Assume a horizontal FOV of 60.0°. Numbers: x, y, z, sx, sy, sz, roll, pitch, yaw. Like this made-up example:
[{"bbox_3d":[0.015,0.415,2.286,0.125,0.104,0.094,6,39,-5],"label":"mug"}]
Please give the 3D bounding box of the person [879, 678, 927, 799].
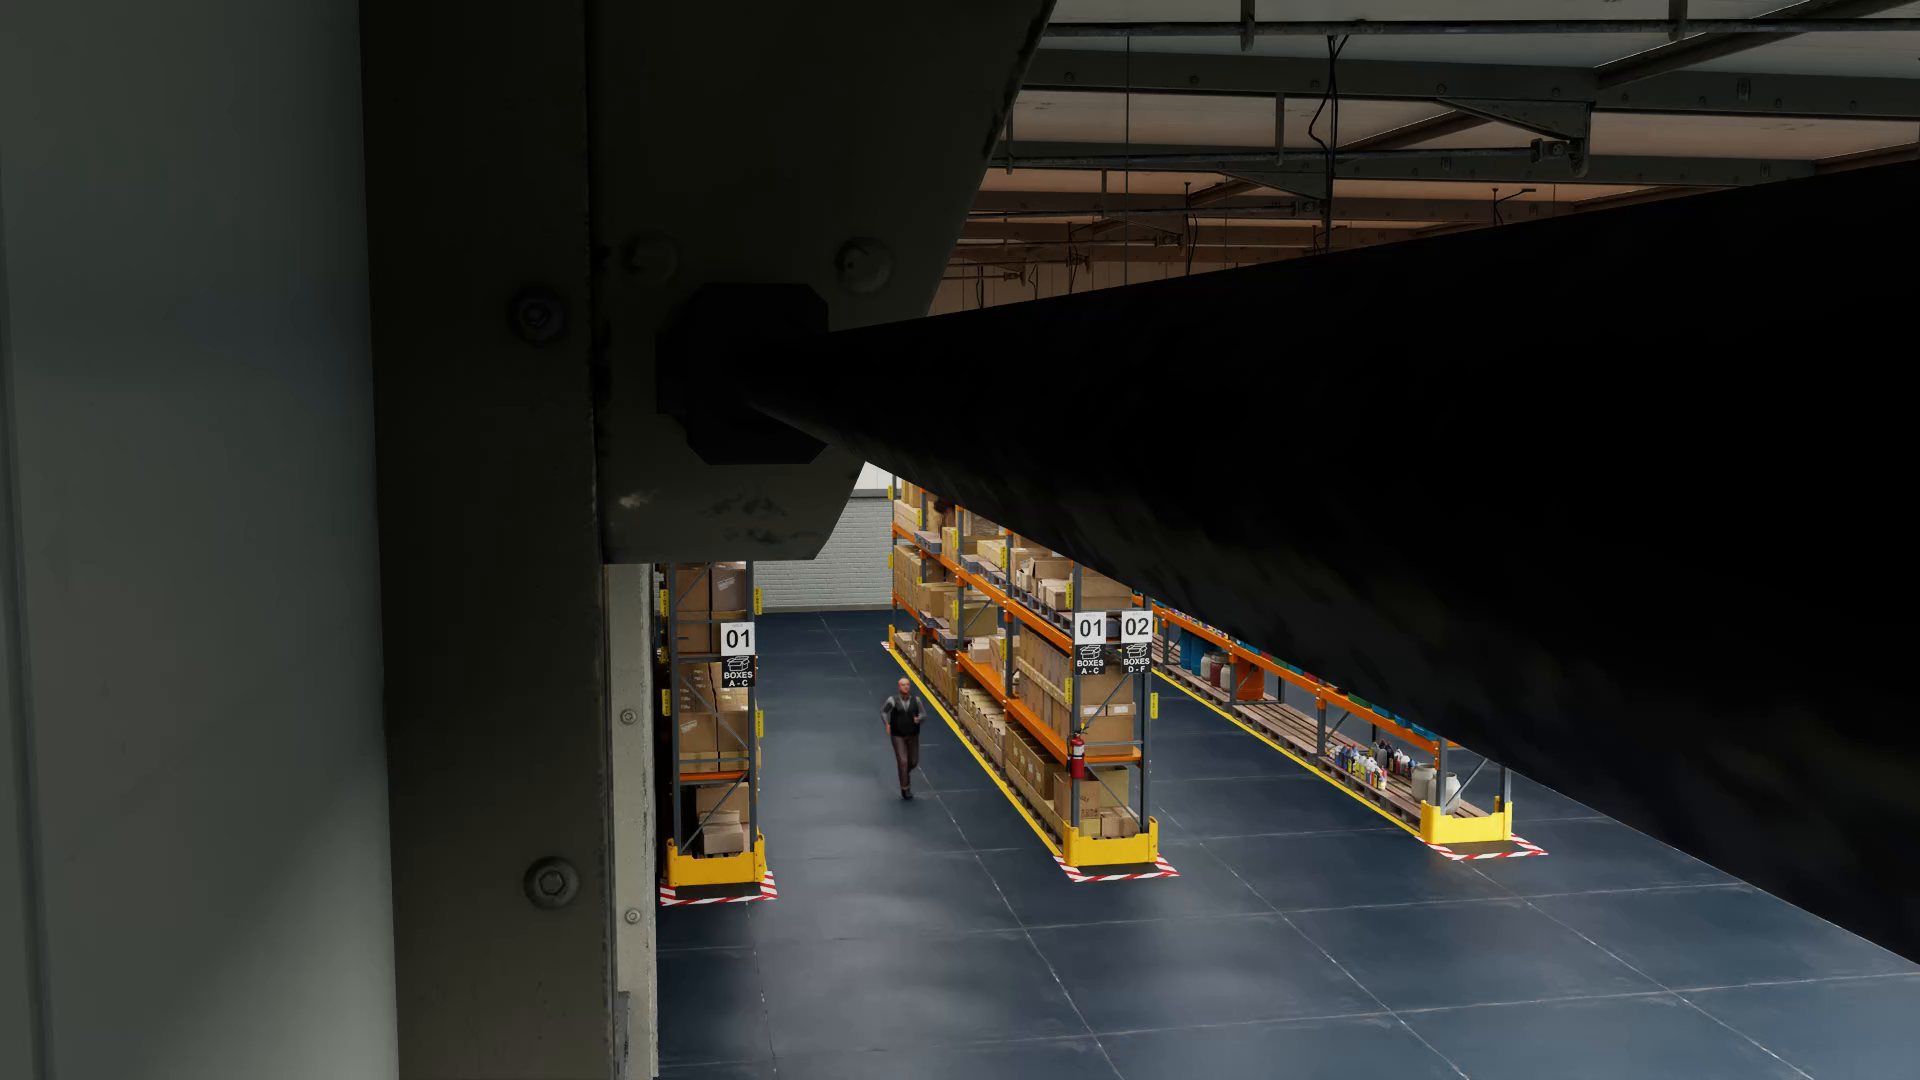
[{"bbox_3d":[-0.811,2.860,24.247,0.667,1.699,0.915,-2,6,-16],"label":"person"}]
